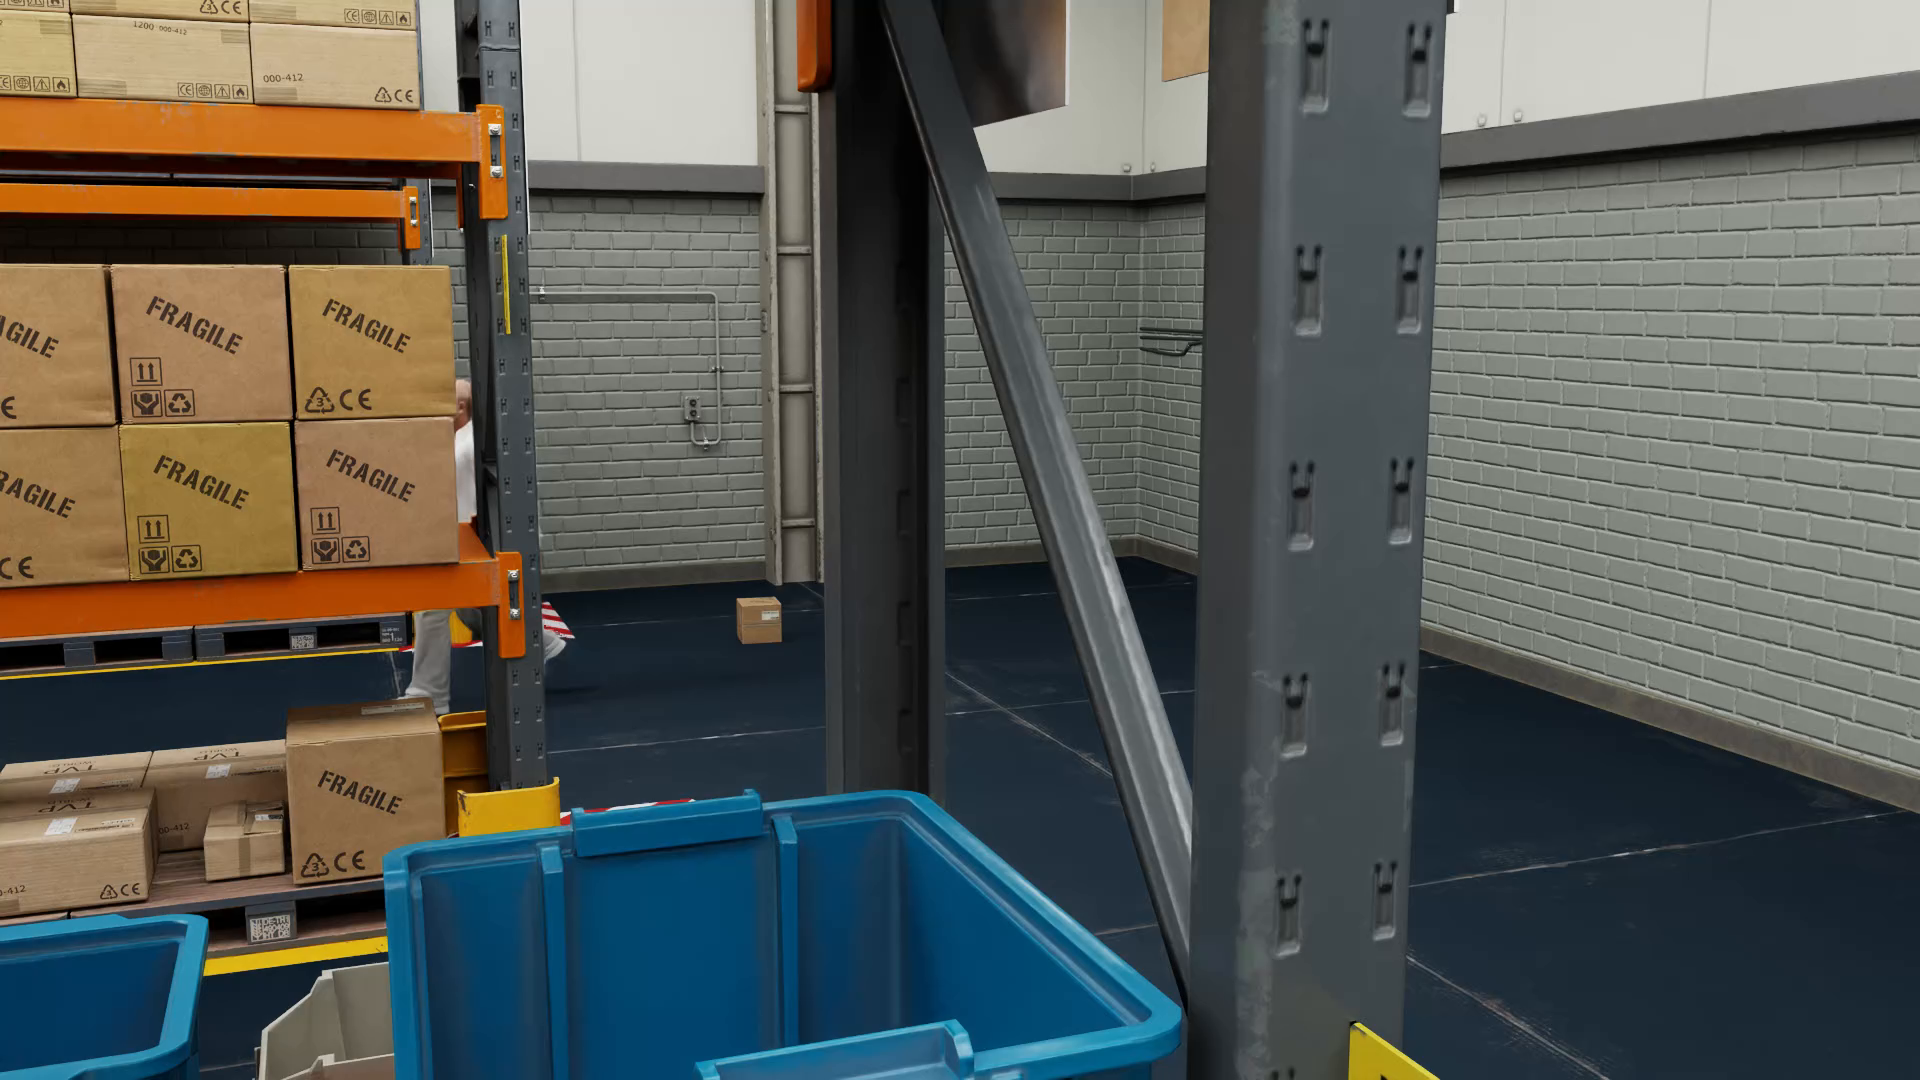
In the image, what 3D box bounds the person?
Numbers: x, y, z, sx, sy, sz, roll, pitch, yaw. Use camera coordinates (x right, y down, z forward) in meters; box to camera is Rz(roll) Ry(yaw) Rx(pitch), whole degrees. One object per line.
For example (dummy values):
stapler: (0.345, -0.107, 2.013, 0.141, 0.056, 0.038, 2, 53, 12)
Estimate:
person: (-2.582, 0.021, 8.760, 1.080, 1.734, 0.620, -6, 11, -36)
